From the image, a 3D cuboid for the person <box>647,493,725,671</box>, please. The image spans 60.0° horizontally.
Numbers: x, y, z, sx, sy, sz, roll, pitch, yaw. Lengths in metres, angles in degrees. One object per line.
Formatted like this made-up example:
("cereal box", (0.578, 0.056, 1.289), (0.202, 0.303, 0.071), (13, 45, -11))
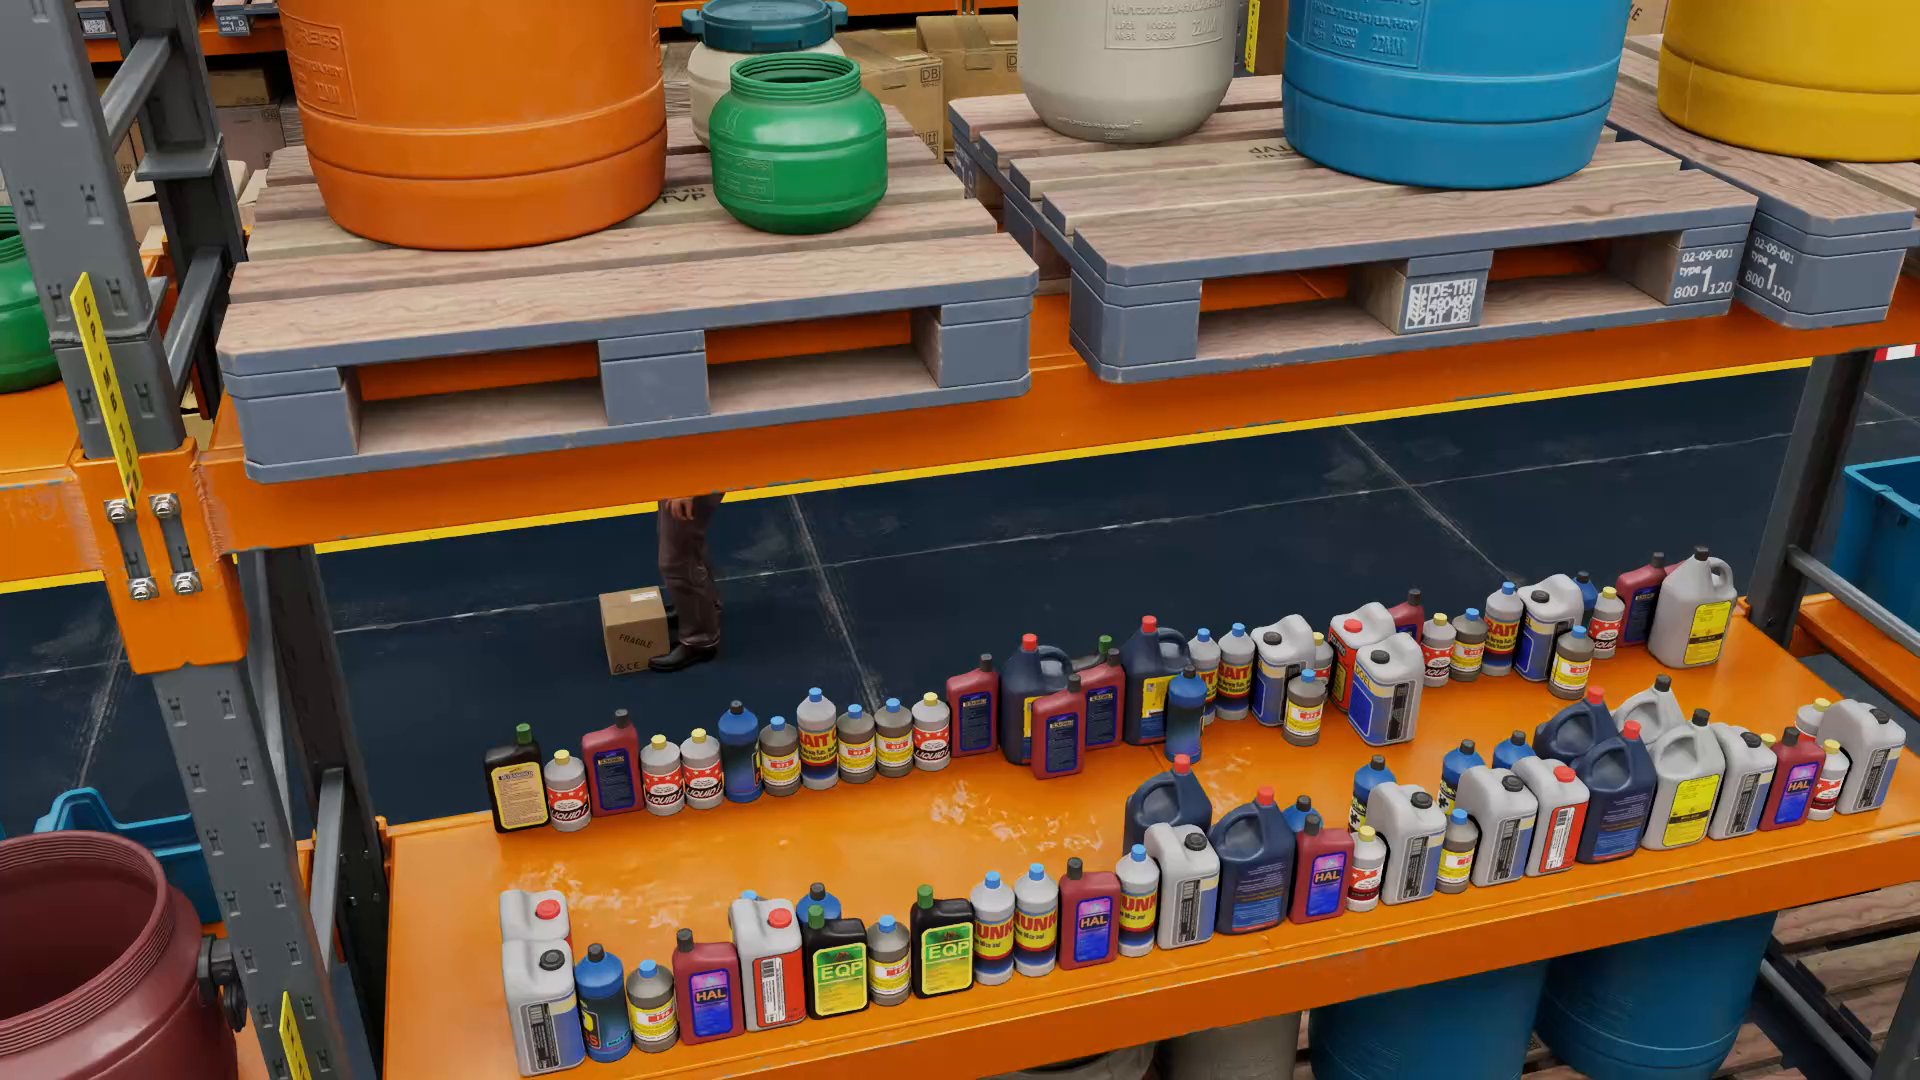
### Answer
("person", (-1.117, -0.297, 6.666), (0.461, 1.721, 0.581), (-8, 31, -14))
